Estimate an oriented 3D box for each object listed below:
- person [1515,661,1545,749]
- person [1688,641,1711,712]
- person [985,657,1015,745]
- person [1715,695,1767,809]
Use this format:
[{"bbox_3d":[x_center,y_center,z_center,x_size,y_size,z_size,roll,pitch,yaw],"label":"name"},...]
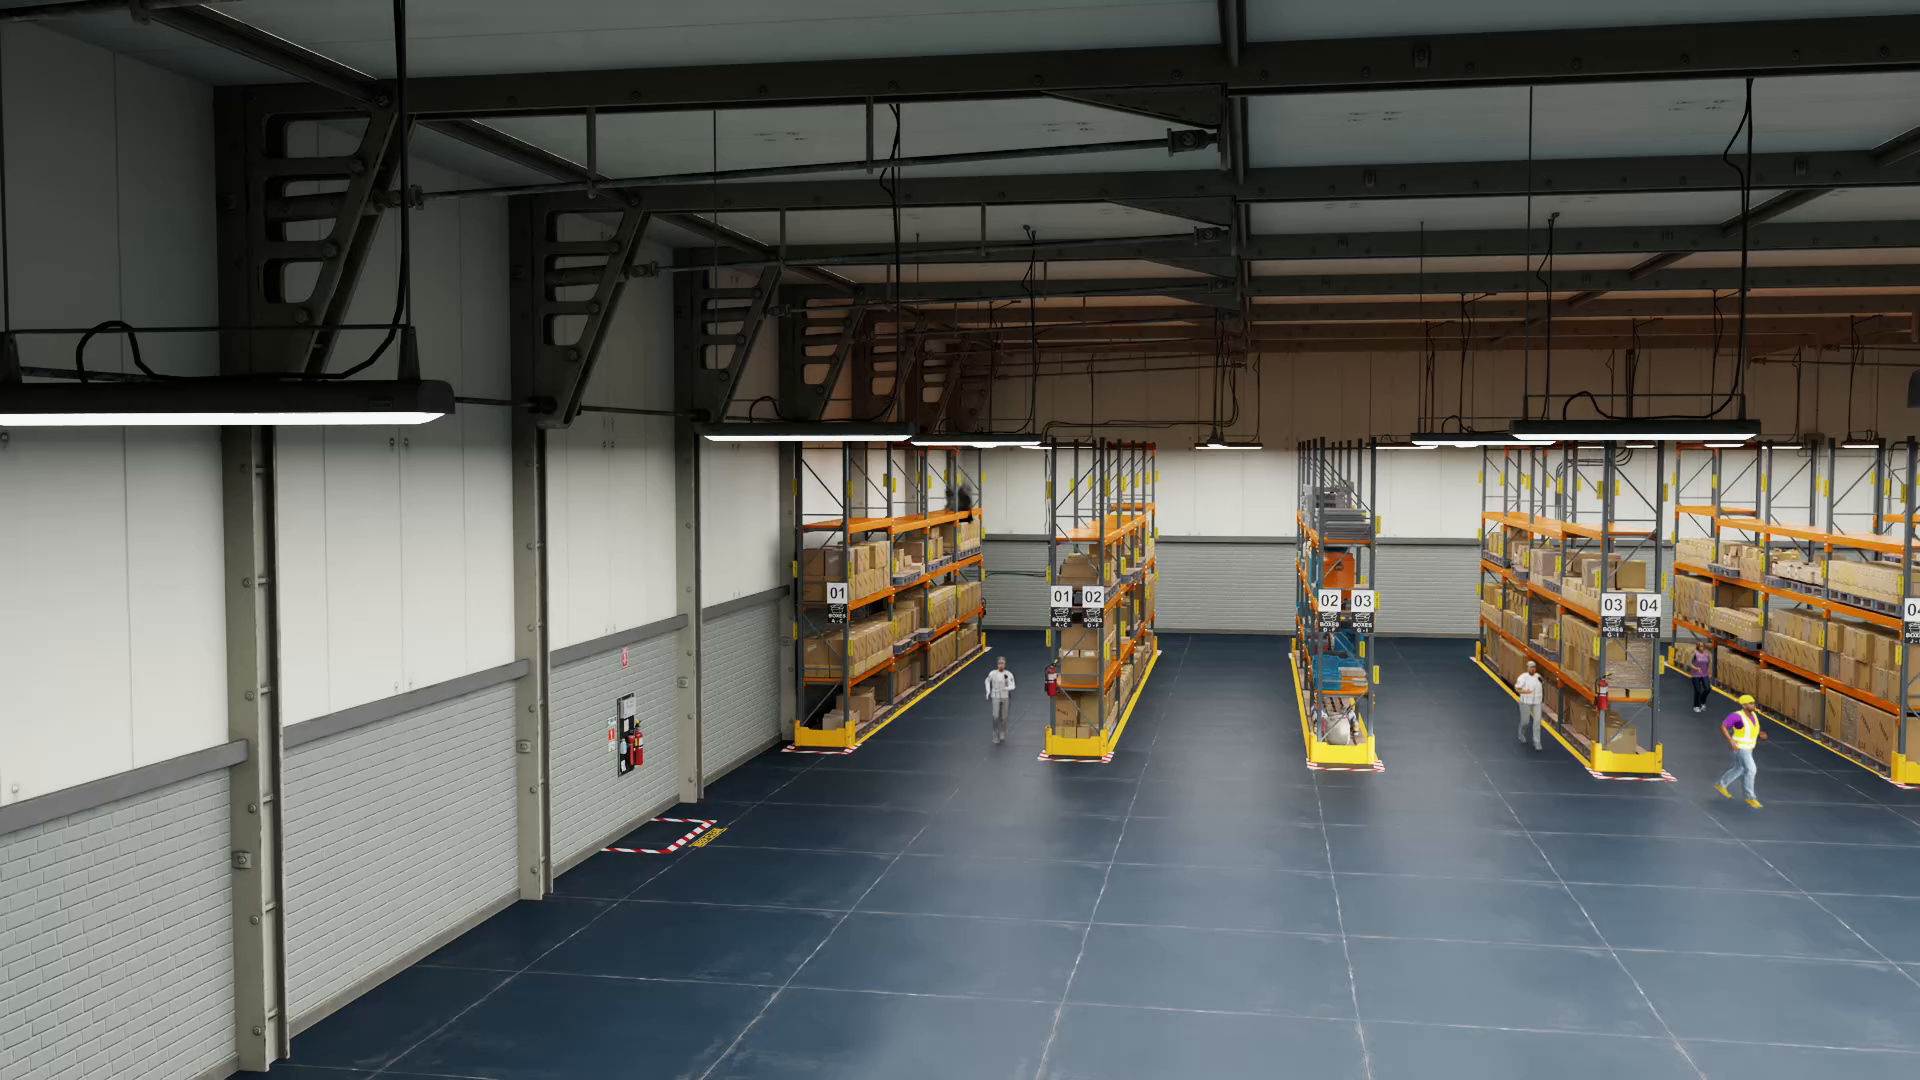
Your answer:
[{"bbox_3d":[11.040,3.163,32.151,0.614,1.638,0.918,0,3,2],"label":"person"},{"bbox_3d":[16.222,3.001,36.420,0.541,1.568,0.604,0,3,4],"label":"person"},{"bbox_3d":[0.792,3.150,32.713,0.580,1.736,0.697,0,3,0],"label":"person"},{"bbox_3d":[12.710,3.397,27.058,0.691,1.801,0.853,-2,4,-40],"label":"person"}]
